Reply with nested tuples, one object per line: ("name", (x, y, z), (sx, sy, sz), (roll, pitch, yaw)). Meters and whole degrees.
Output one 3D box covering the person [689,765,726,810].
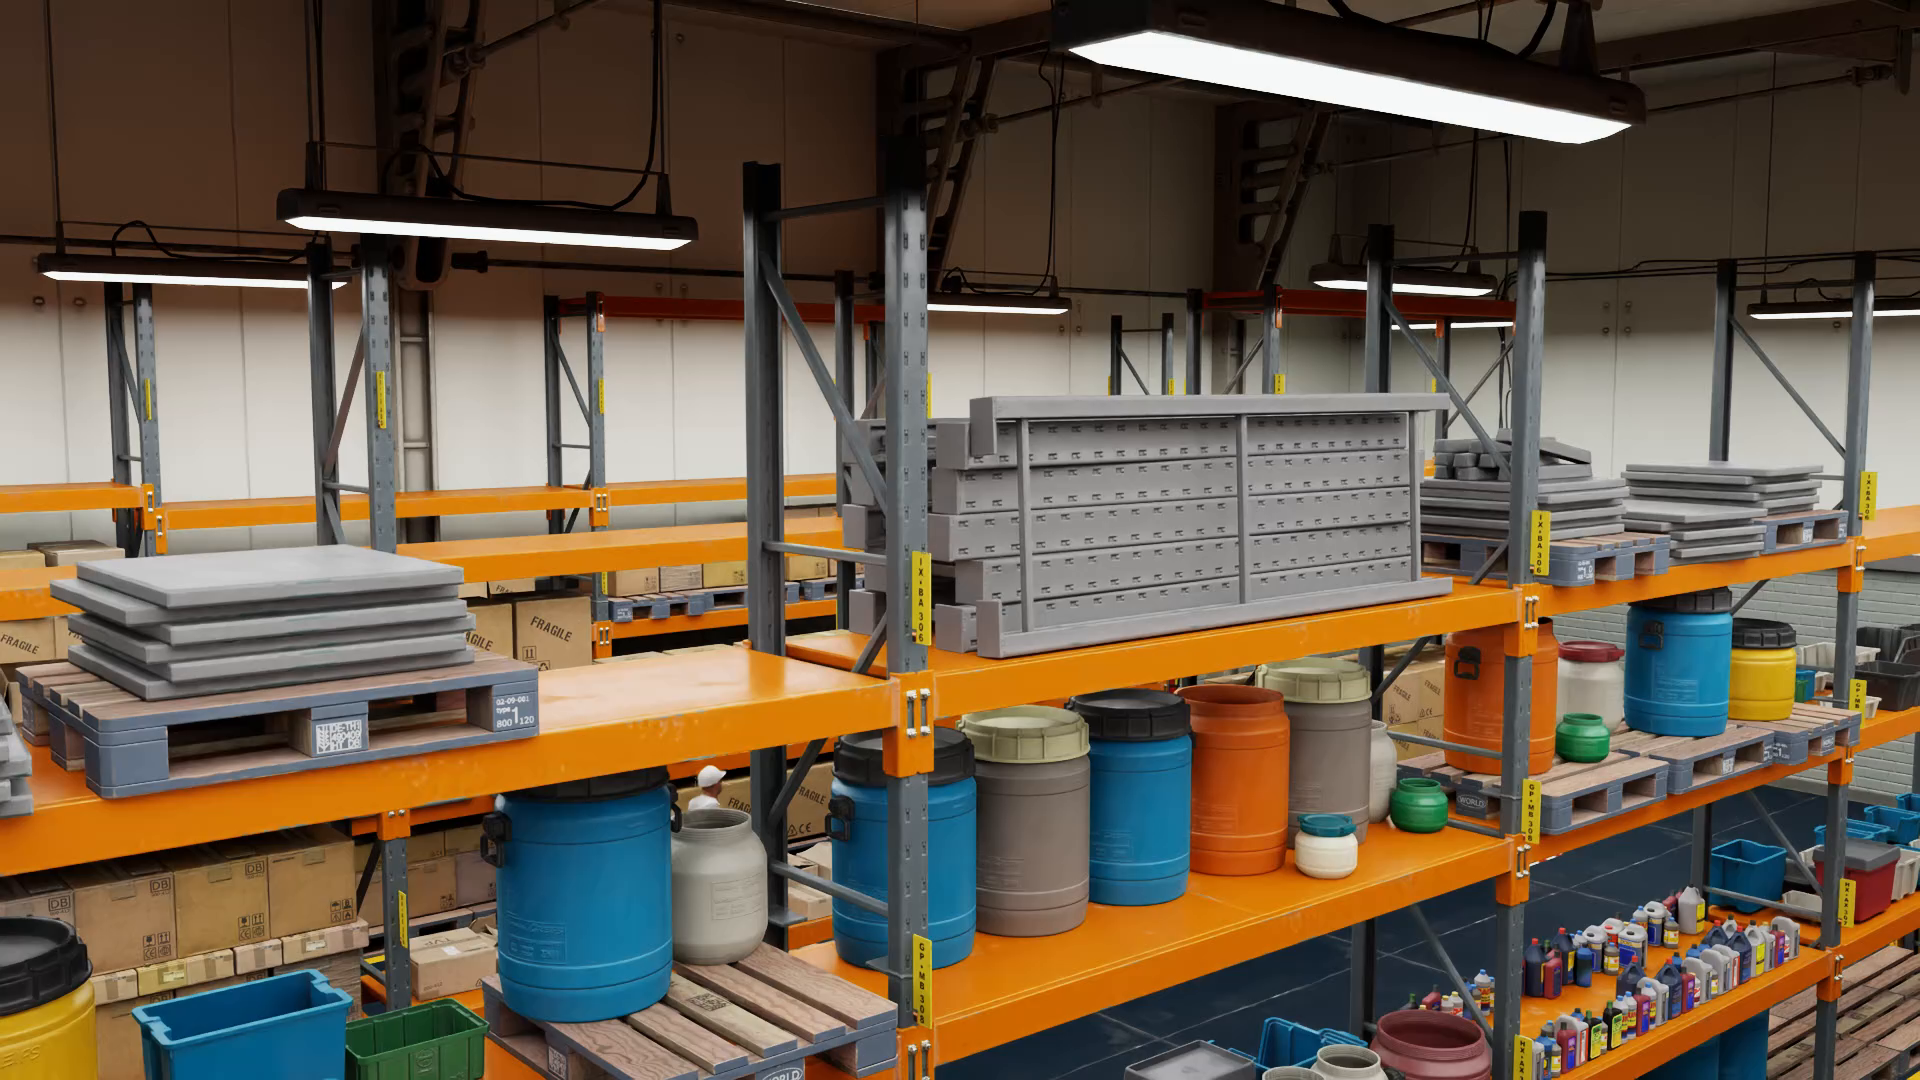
("person", (-2.262, 2.870, 14.601), (0.481, 1.782, 0.584), (-3, 6, -26))
